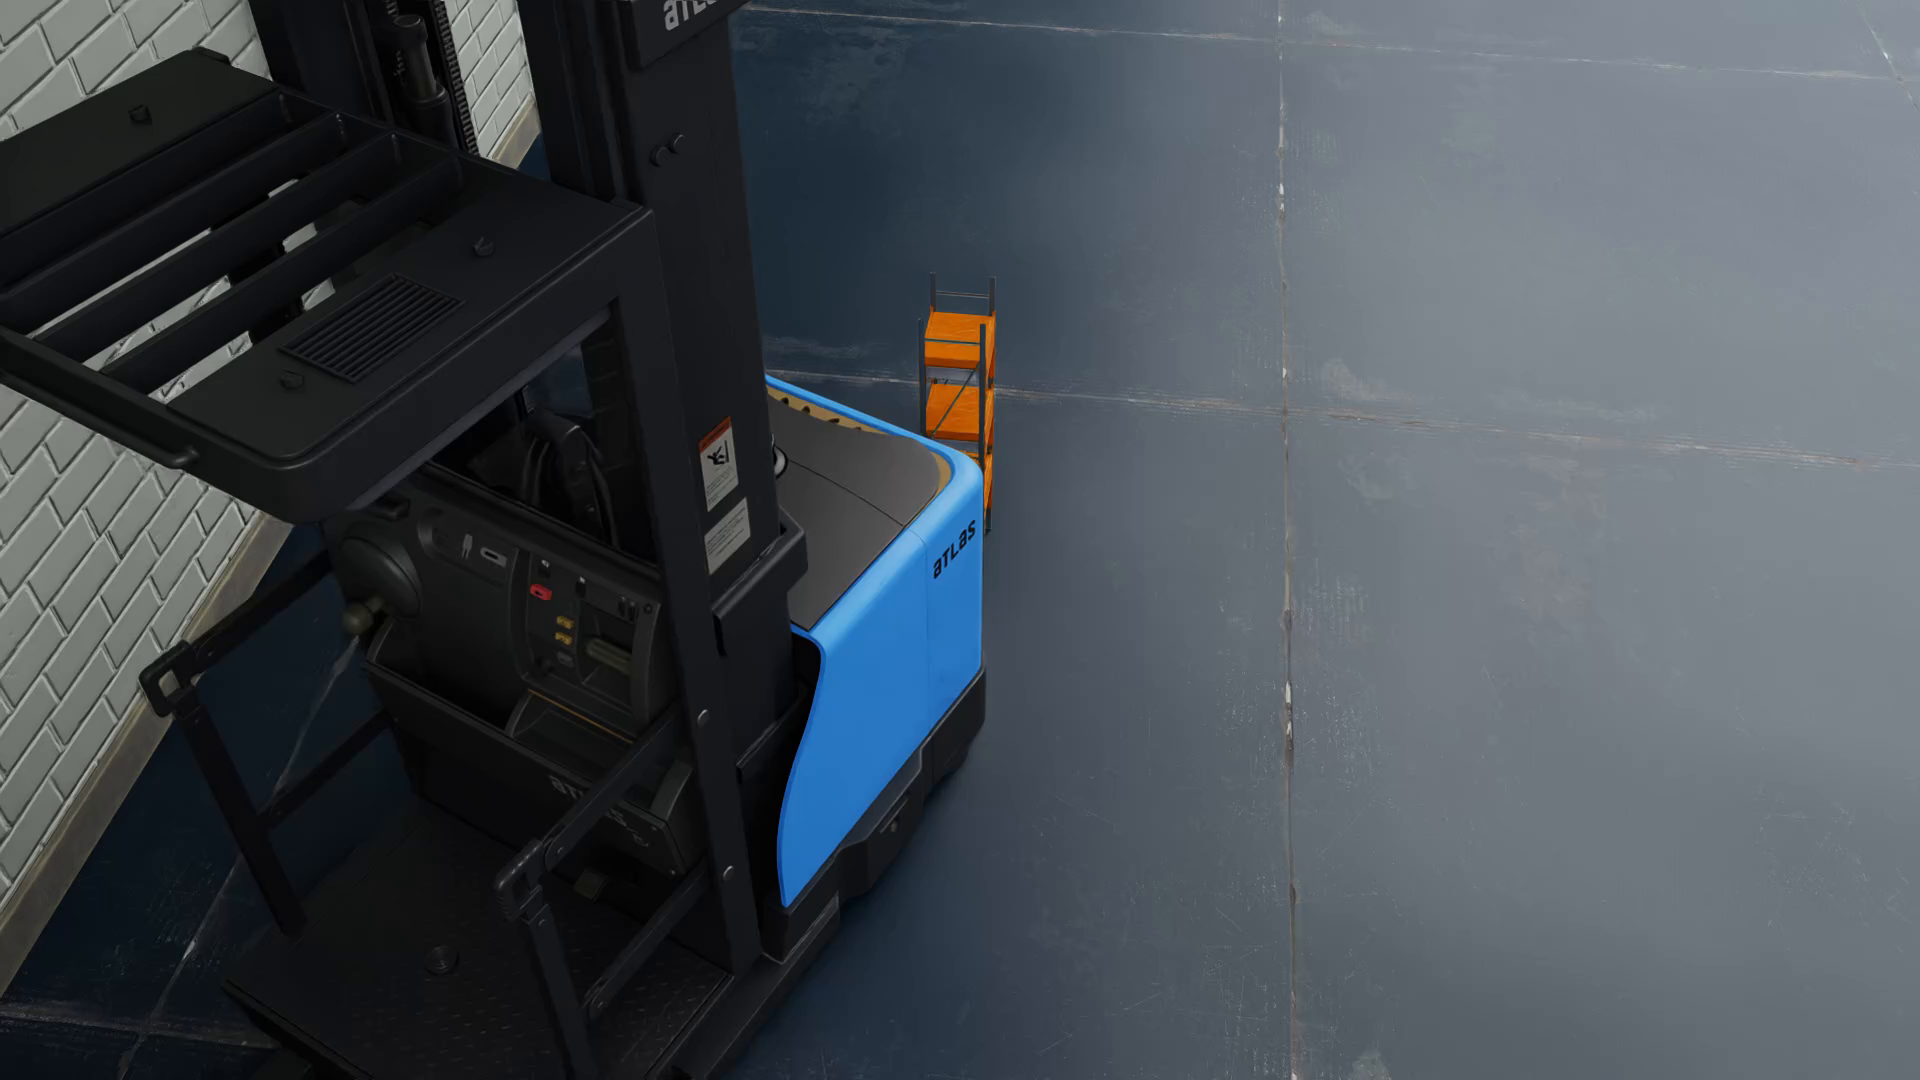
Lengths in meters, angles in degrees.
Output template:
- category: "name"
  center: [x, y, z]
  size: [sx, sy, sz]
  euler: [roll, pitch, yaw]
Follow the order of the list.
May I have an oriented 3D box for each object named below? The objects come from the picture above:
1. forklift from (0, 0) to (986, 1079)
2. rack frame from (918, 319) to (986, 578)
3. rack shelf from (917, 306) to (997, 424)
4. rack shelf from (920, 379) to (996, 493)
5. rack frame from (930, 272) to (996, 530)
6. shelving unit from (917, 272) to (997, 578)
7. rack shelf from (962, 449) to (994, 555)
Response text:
- category: "forklift"
  center: [-1.120, 0.195, 3.412]
  size: [1.130, 2.935, 3.031]
  euler: [23, 48, 22]
- category: "rack frame"
  center: [-0.023, -0.262, 5.263]
  size: [0.200, 1.050, 0.008]
  euler: [5, 44, 6]
- category: "rack shelf"
  center: [-0.007, -0.543, 5.163]
  size: [0.215, 0.259, 0.240]
  euler: [5, 44, 6]
- category: "rack shelf"
  center: [-0.007, -0.337, 5.358]
  size: [0.215, 0.259, 0.240]
  euler: [5, 44, 6]
- category: "rack frame"
  center: [0.009, -0.428, 5.438]
  size: [0.200, 1.050, 0.008]
  euler: [5, 44, 6]
- category: "shelving unit"
  center: [-0.007, -0.345, 5.351]
  size: [0.215, 1.050, 0.252]
  euler: [5, 44, 6]
- category: "rack shelf"
  center: [-0.007, -0.135, 5.549]
  size: [0.215, 0.259, 0.240]
  euler: [5, 44, 6]
